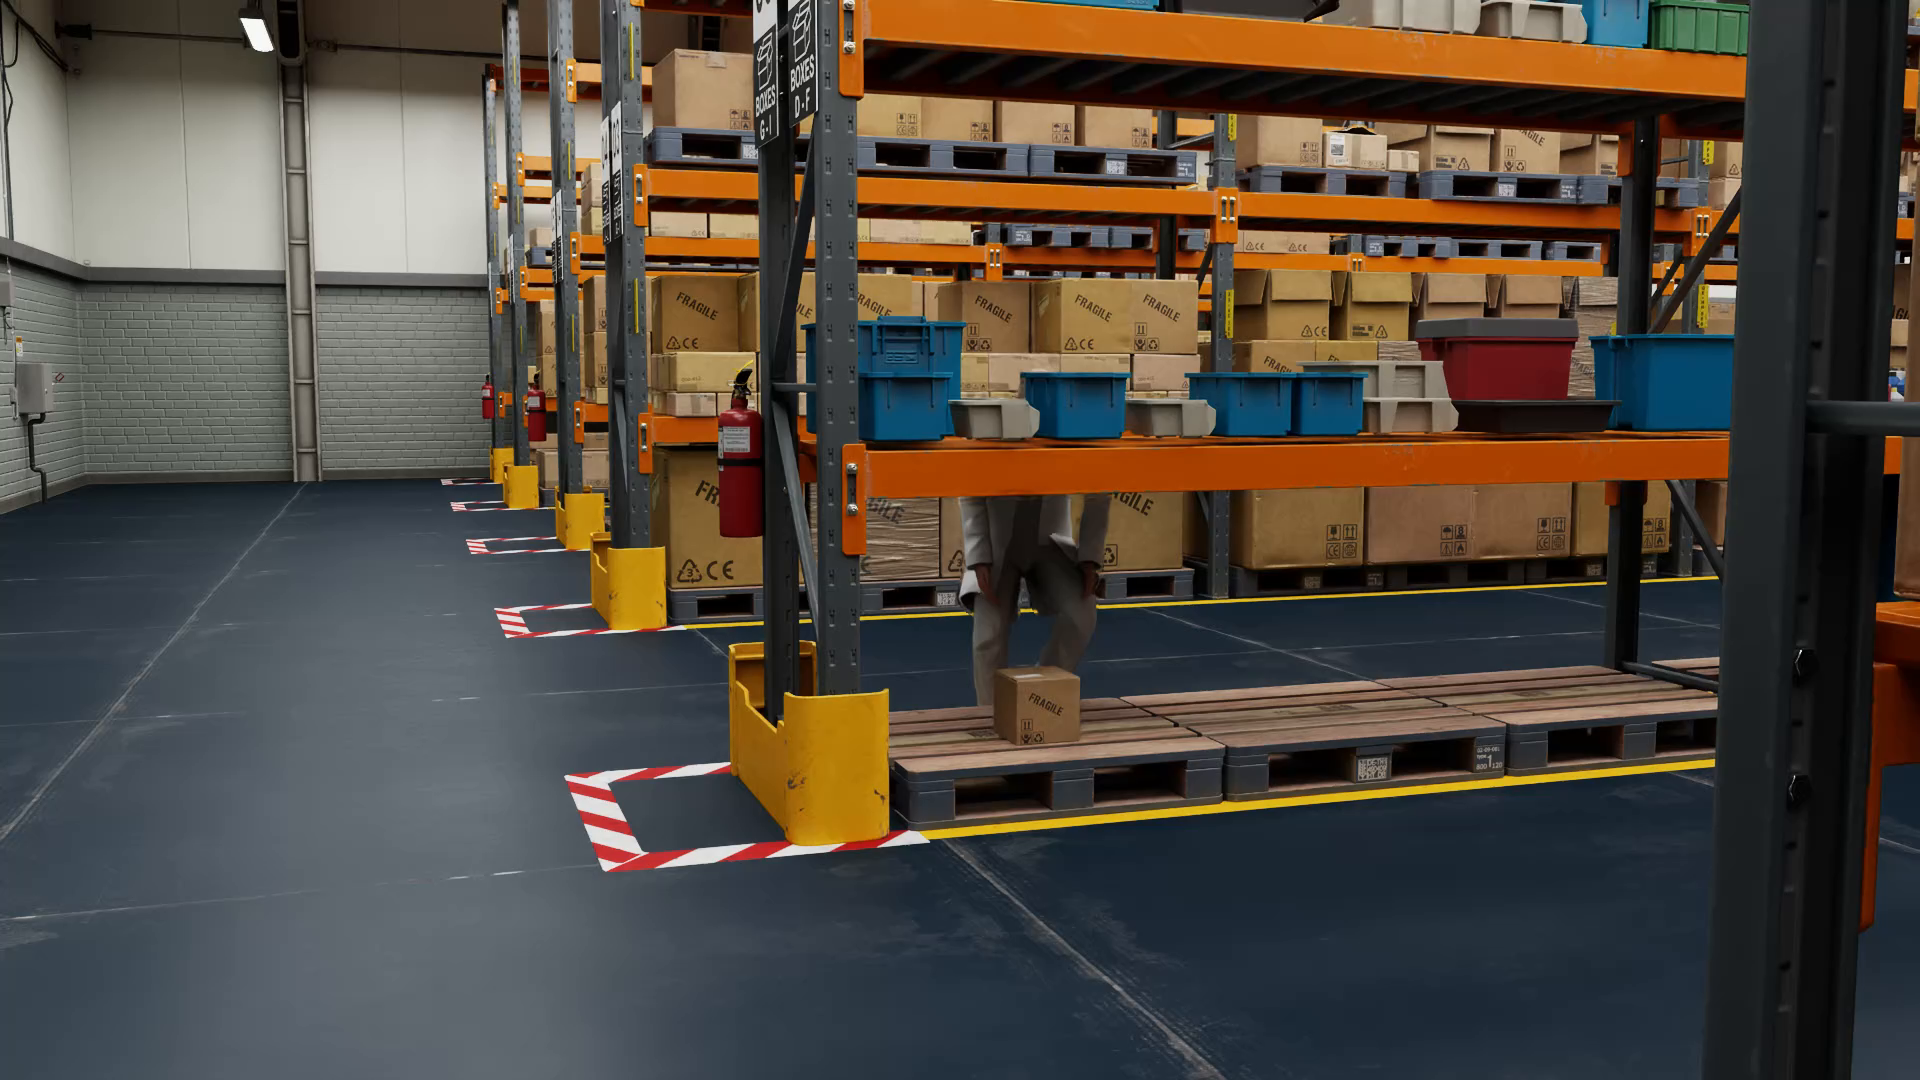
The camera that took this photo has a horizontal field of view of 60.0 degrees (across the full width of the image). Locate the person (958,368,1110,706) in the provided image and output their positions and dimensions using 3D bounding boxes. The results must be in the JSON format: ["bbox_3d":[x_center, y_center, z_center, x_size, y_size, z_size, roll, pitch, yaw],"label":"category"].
[{"bbox_3d":[0.303,0.088,6.882,0.623,1.587,0.590,0,6,-1],"label":"person"}]
